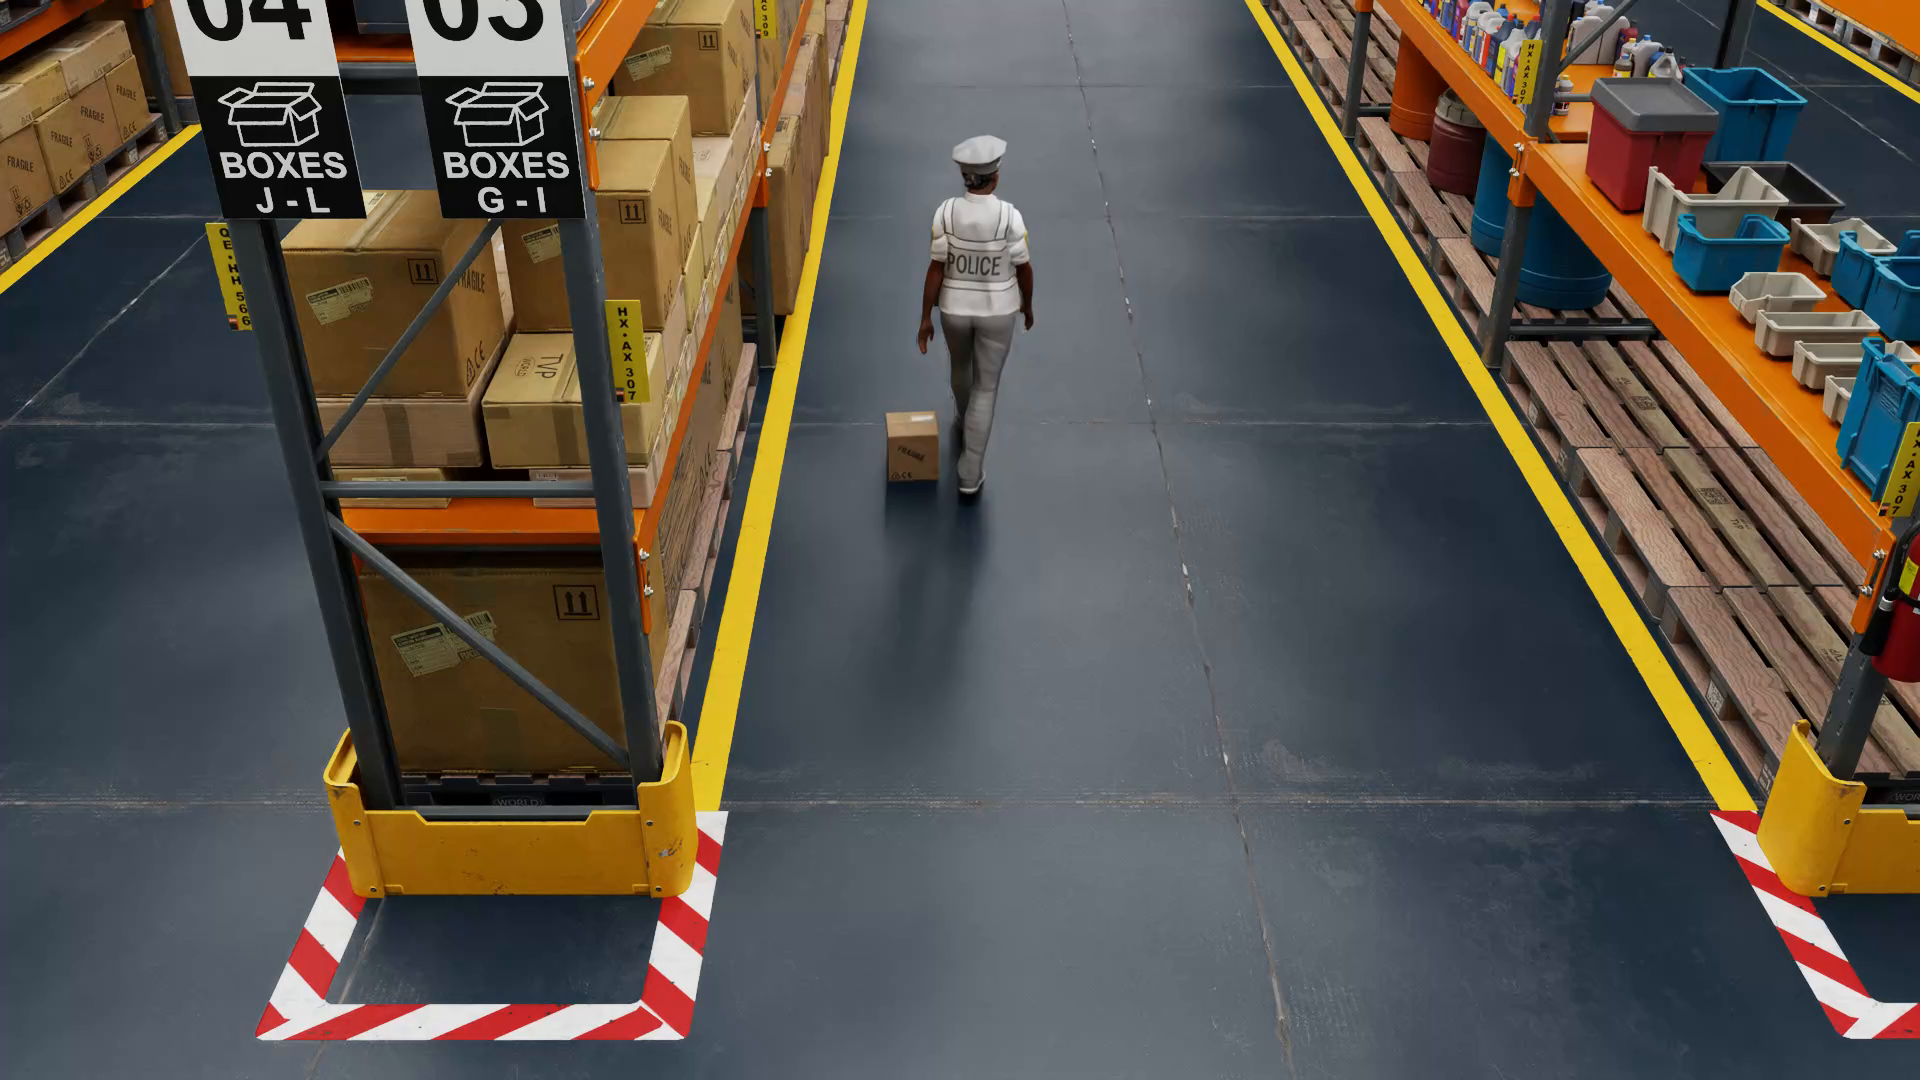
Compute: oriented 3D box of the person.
[{"bbox_3d":[0.104,-1.130,7.941,0.499,1.609,0.970,8,33,12],"label":"person"}]
